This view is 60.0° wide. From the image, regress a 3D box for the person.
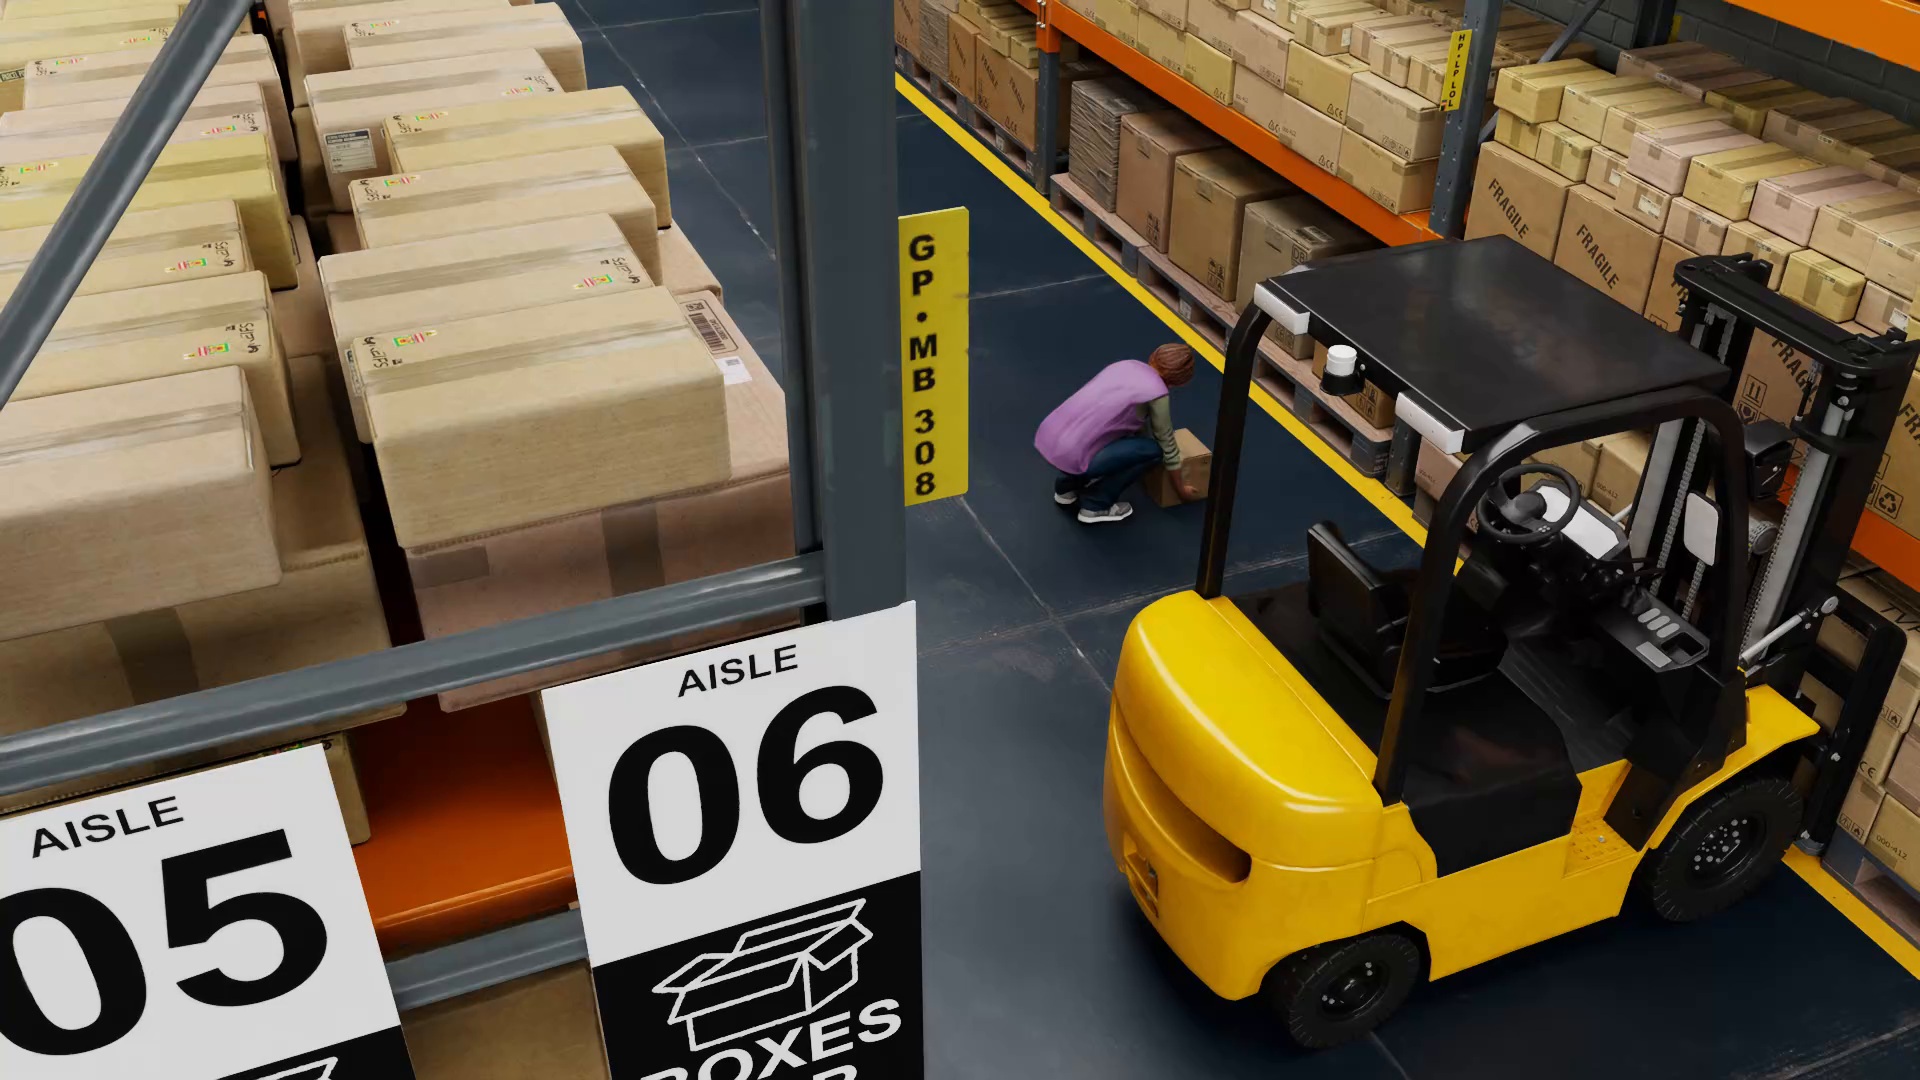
[{"bbox_3d":[0.720,-0.482,7.639,0.806,0.774,0.433,-13,36,-19],"label":"person"}]
